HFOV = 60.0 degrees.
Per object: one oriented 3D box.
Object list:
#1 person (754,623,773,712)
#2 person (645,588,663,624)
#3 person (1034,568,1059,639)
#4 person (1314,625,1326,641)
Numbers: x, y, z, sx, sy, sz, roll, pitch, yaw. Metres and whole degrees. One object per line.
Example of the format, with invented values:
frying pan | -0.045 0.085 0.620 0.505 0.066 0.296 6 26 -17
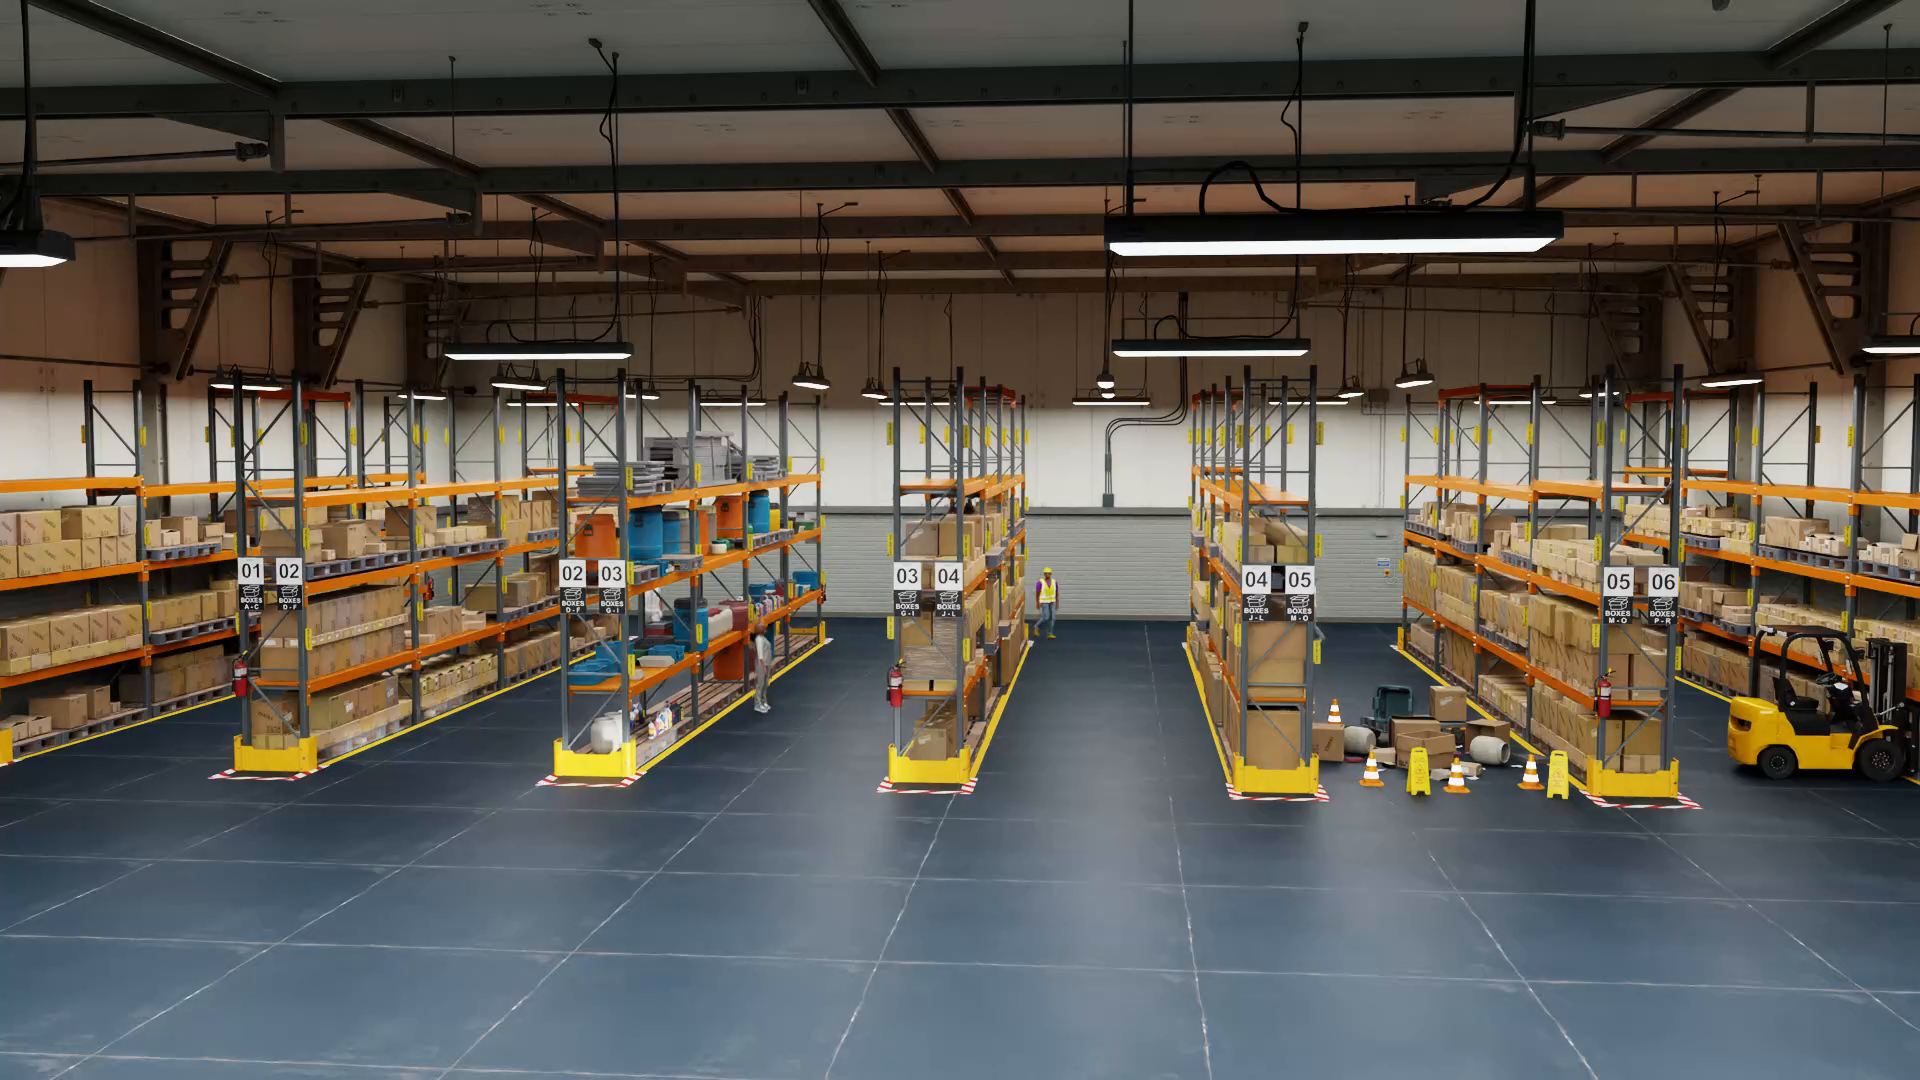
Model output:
person | -3.568 2.308 30.220 0.347 1.579 0.493 1 4 20
person | -7.255 1.707 38.914 0.517 1.747 1.004 0 4 -3
person | 2.154 1.553 41.086 0.540 1.752 0.558 -3 5 -38
person | 8.356 1.674 40.280 0.981 1.638 0.534 0 4 1
